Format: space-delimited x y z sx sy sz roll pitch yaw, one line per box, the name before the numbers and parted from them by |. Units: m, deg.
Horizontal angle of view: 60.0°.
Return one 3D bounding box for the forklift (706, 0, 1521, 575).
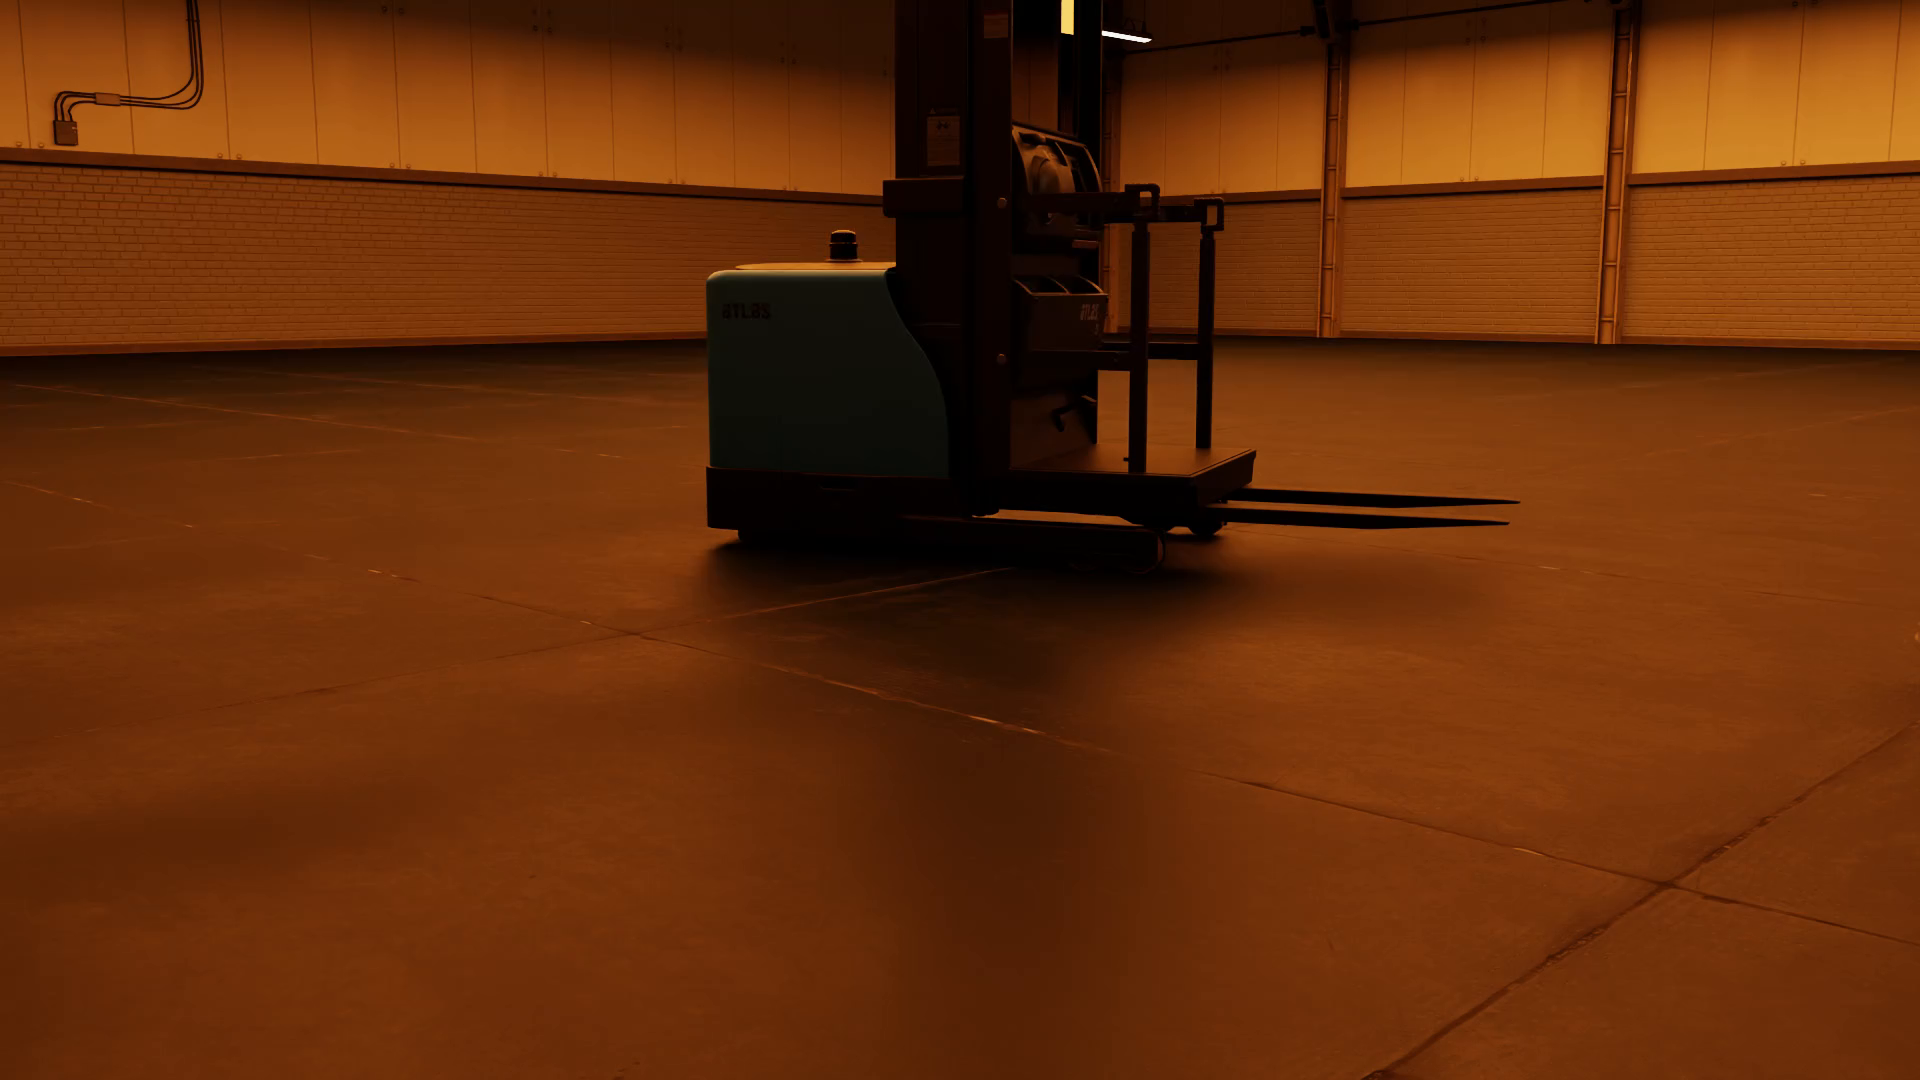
forklift | 0.565 -1.416 6.275 3.031 2.935 1.130 3 9 22
